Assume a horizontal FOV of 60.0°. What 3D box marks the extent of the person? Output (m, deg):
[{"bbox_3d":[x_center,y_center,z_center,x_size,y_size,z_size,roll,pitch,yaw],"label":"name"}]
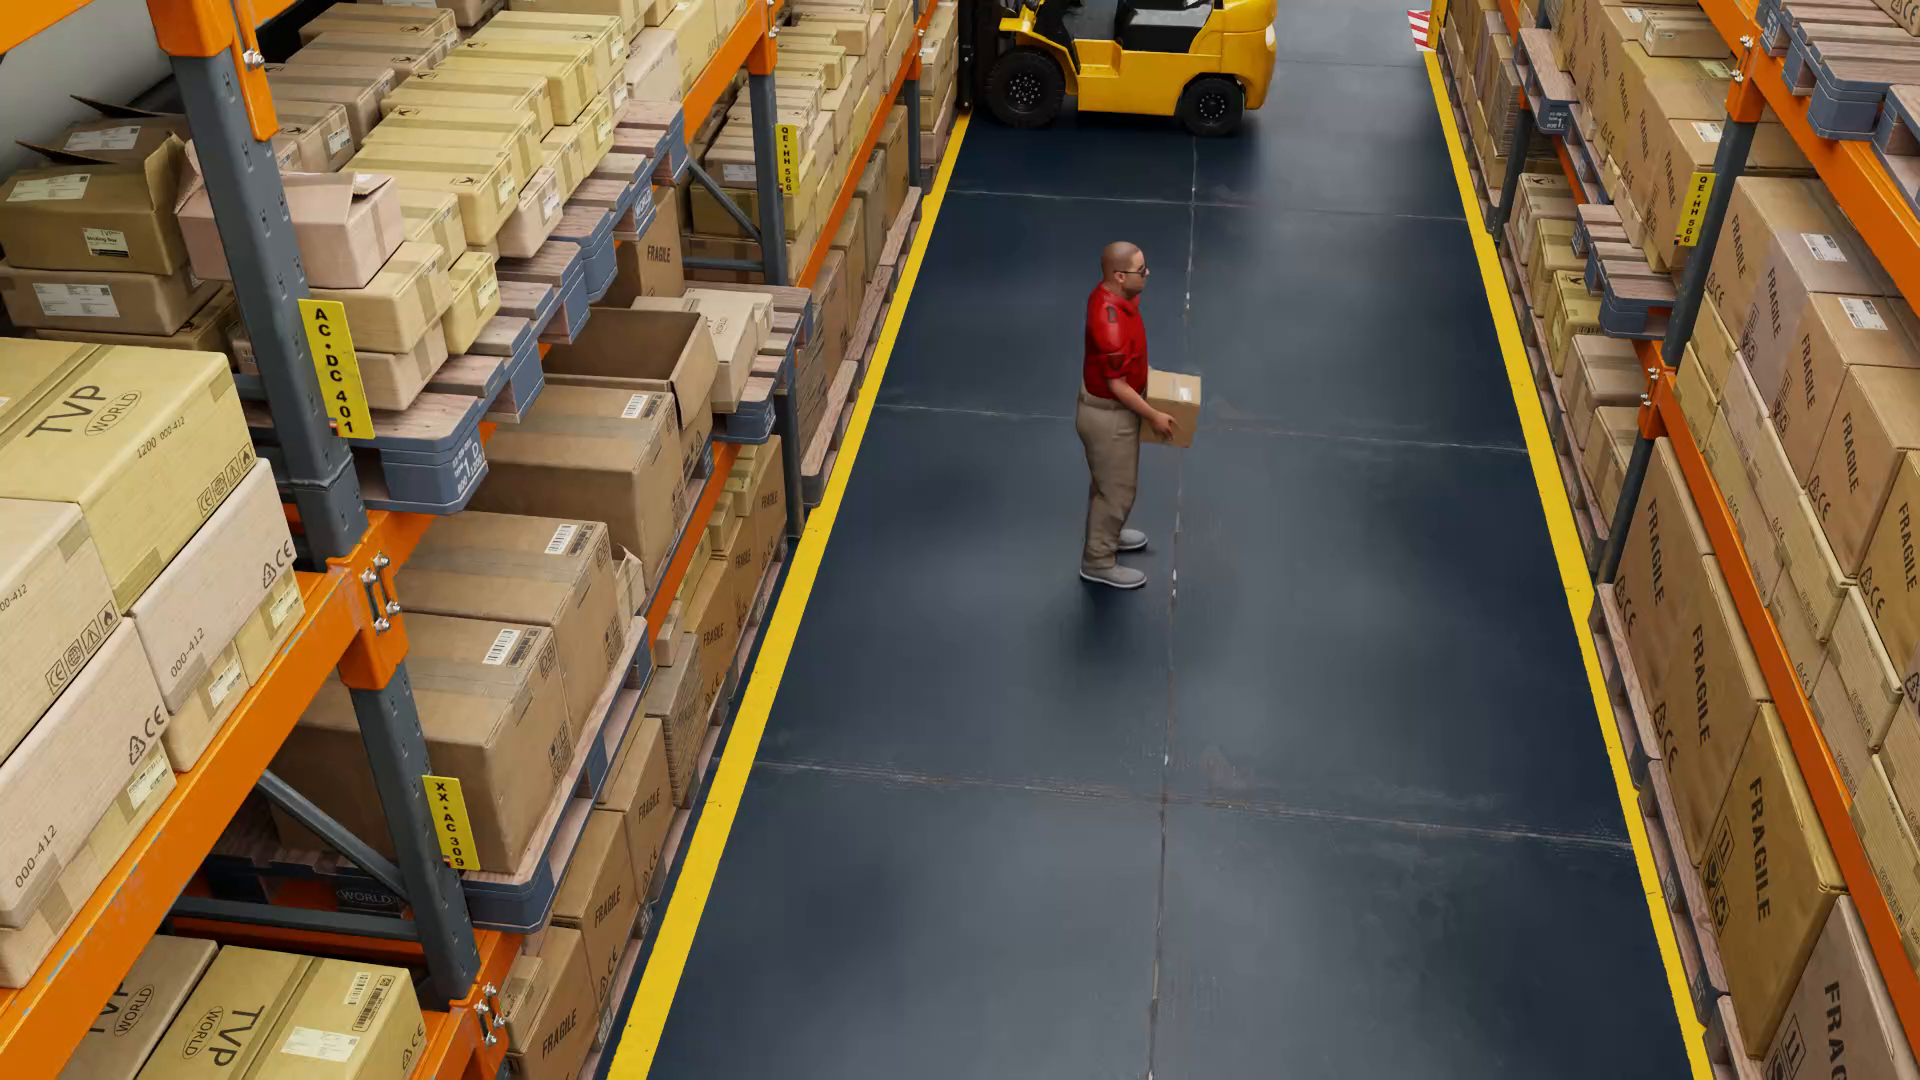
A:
[{"bbox_3d":[0.794,-0.607,7.886,0.483,1.733,0.530,4,36,5],"label":"person"}]
